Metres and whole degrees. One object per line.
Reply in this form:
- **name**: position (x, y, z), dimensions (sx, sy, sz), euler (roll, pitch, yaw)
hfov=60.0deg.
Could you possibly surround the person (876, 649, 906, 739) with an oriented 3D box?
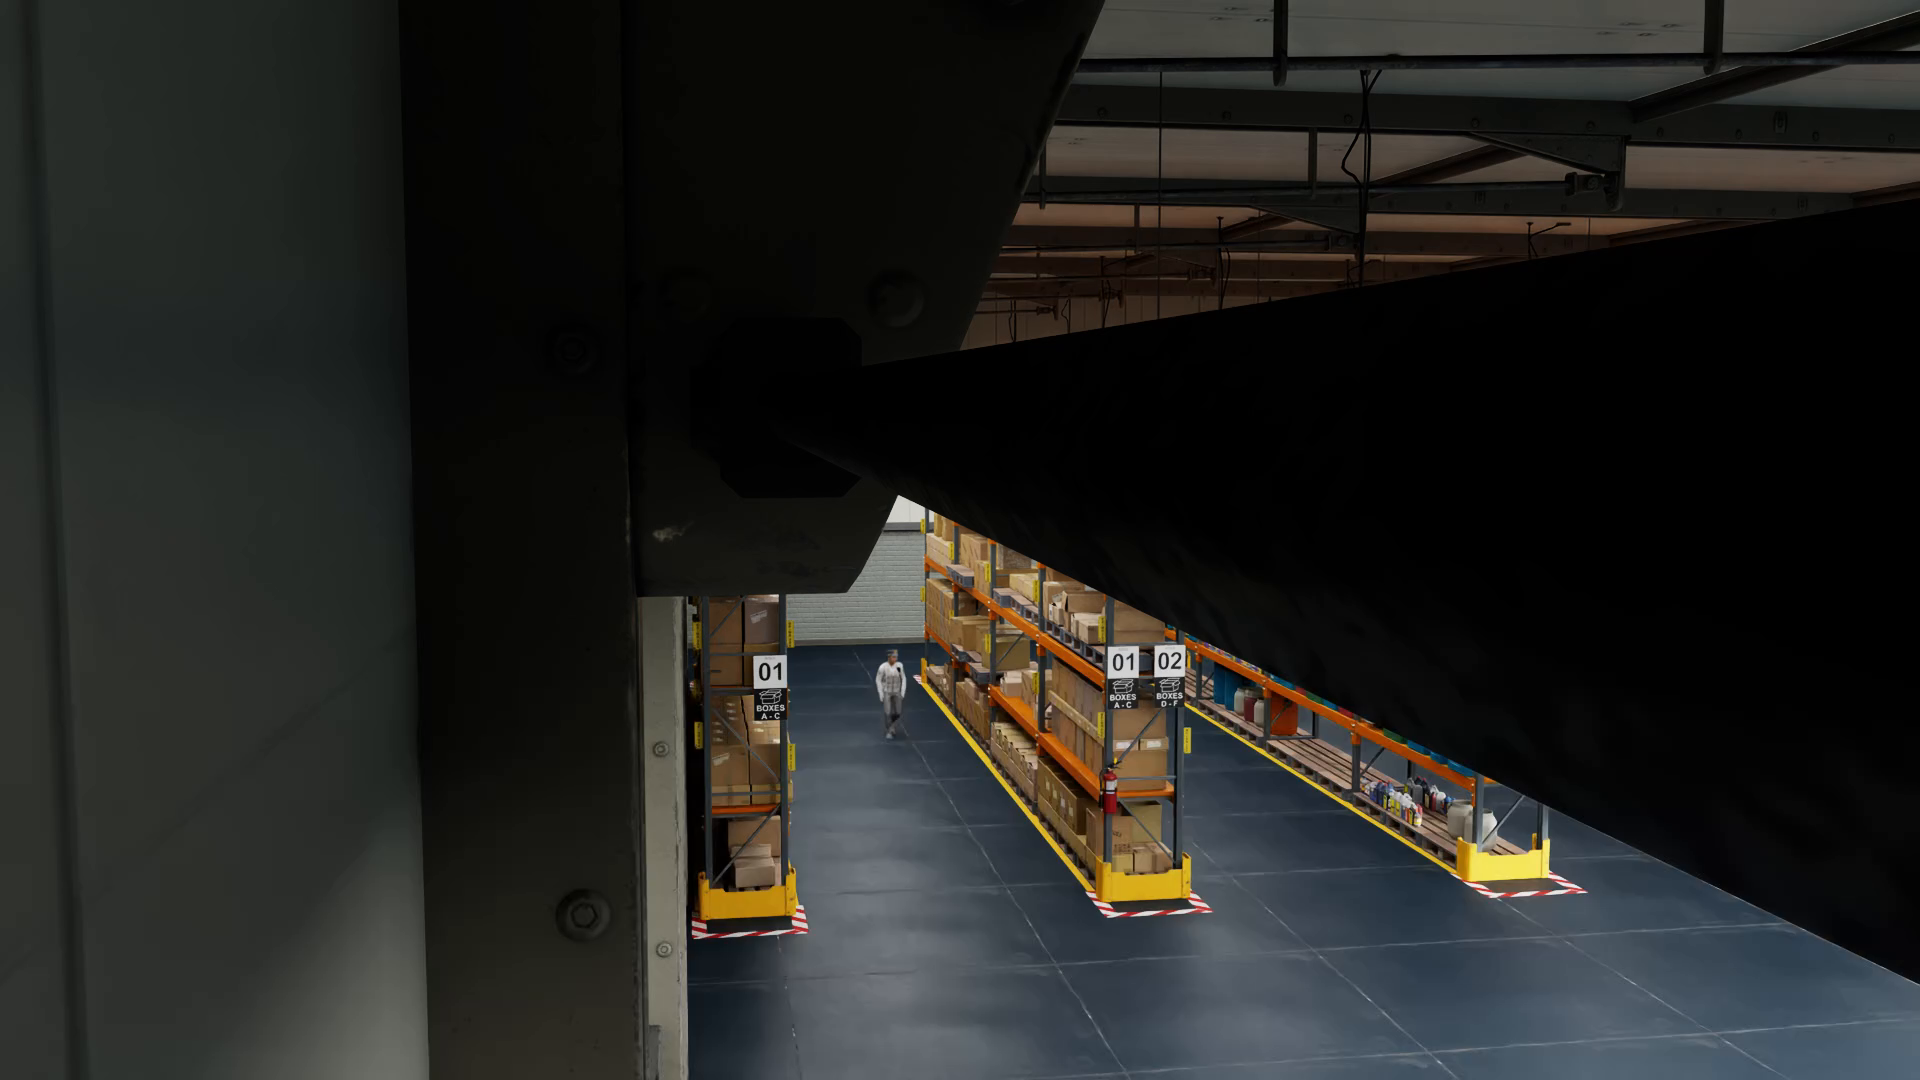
- **person**: position (-1.283, 2.814, 30.667), dimensions (0.562, 1.667, 0.513), euler (-2, 5, -17)
